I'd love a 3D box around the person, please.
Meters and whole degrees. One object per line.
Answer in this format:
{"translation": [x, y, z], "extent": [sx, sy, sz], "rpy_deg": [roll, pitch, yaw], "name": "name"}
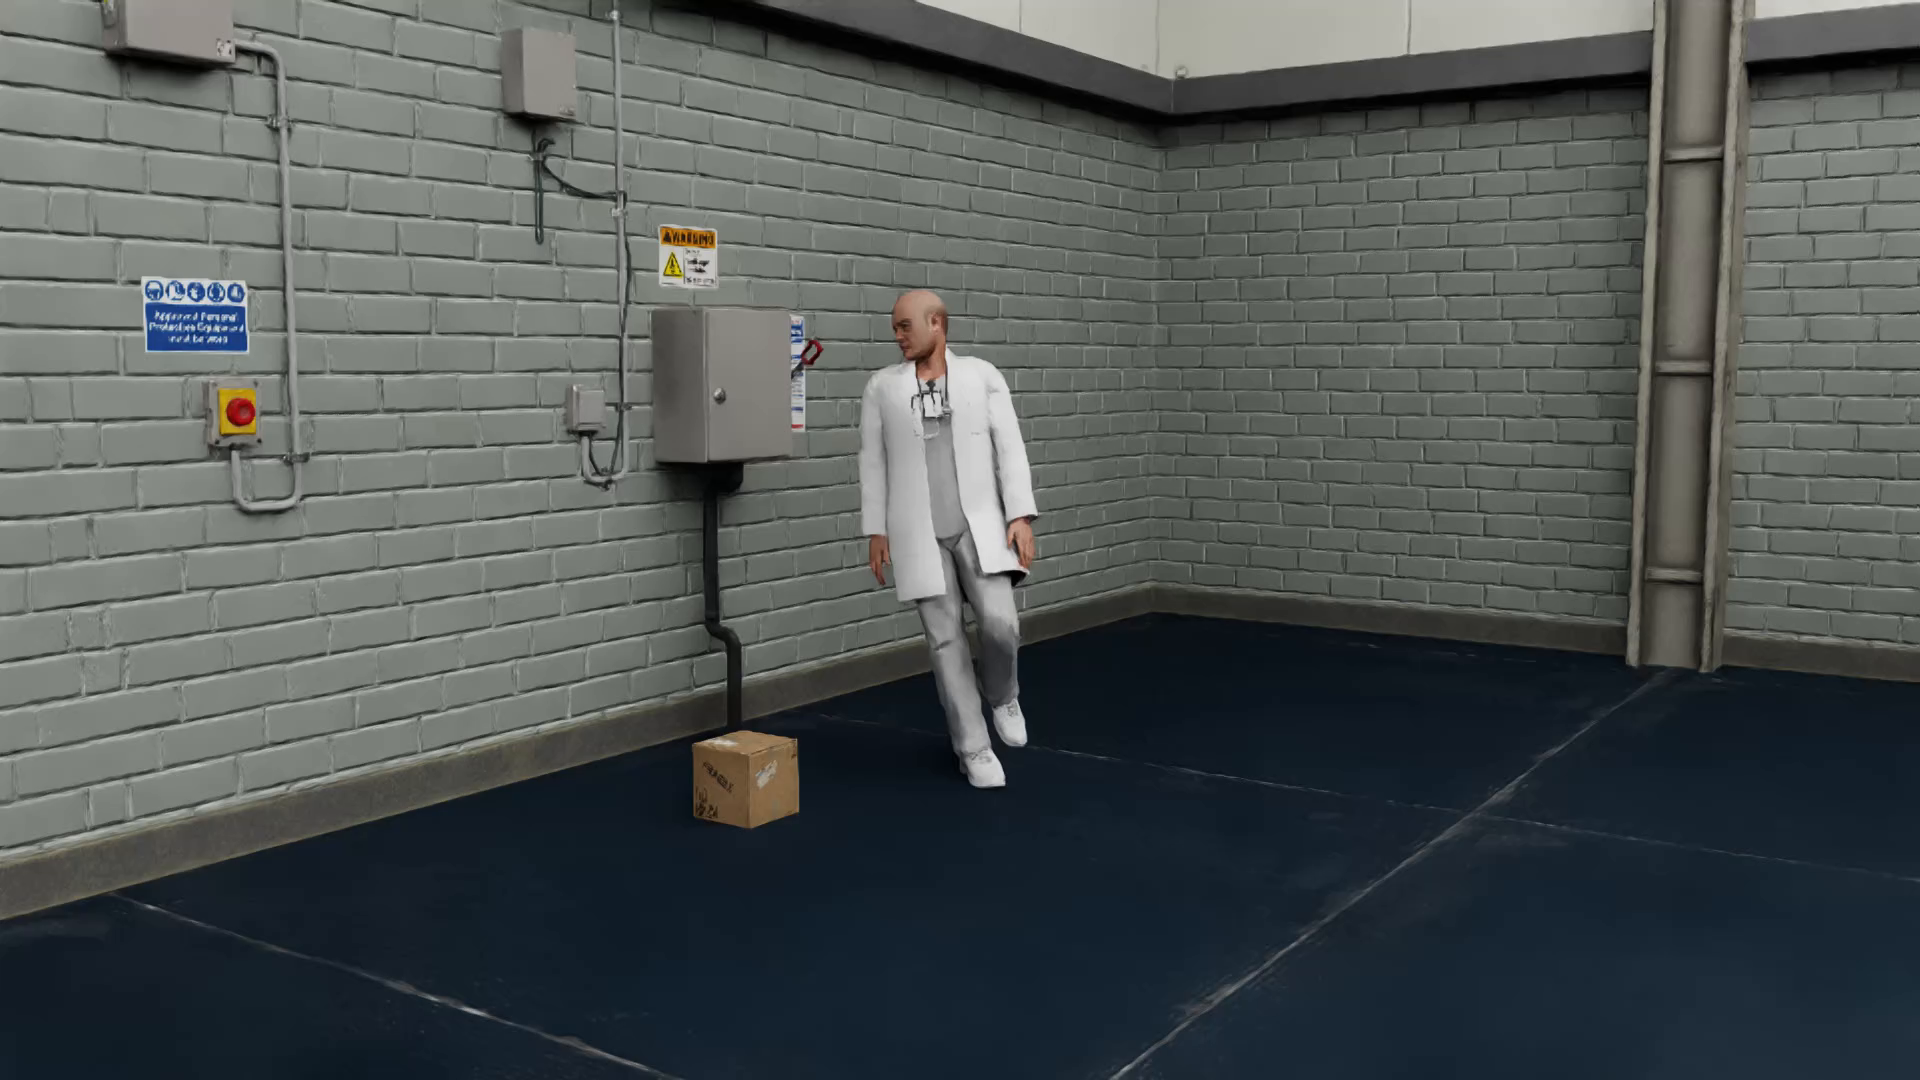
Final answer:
{"translation": [-0.046, -0.020, 6.025], "extent": [0.652, 1.764, 0.595], "rpy_deg": [0, 6, -2], "name": "person"}
